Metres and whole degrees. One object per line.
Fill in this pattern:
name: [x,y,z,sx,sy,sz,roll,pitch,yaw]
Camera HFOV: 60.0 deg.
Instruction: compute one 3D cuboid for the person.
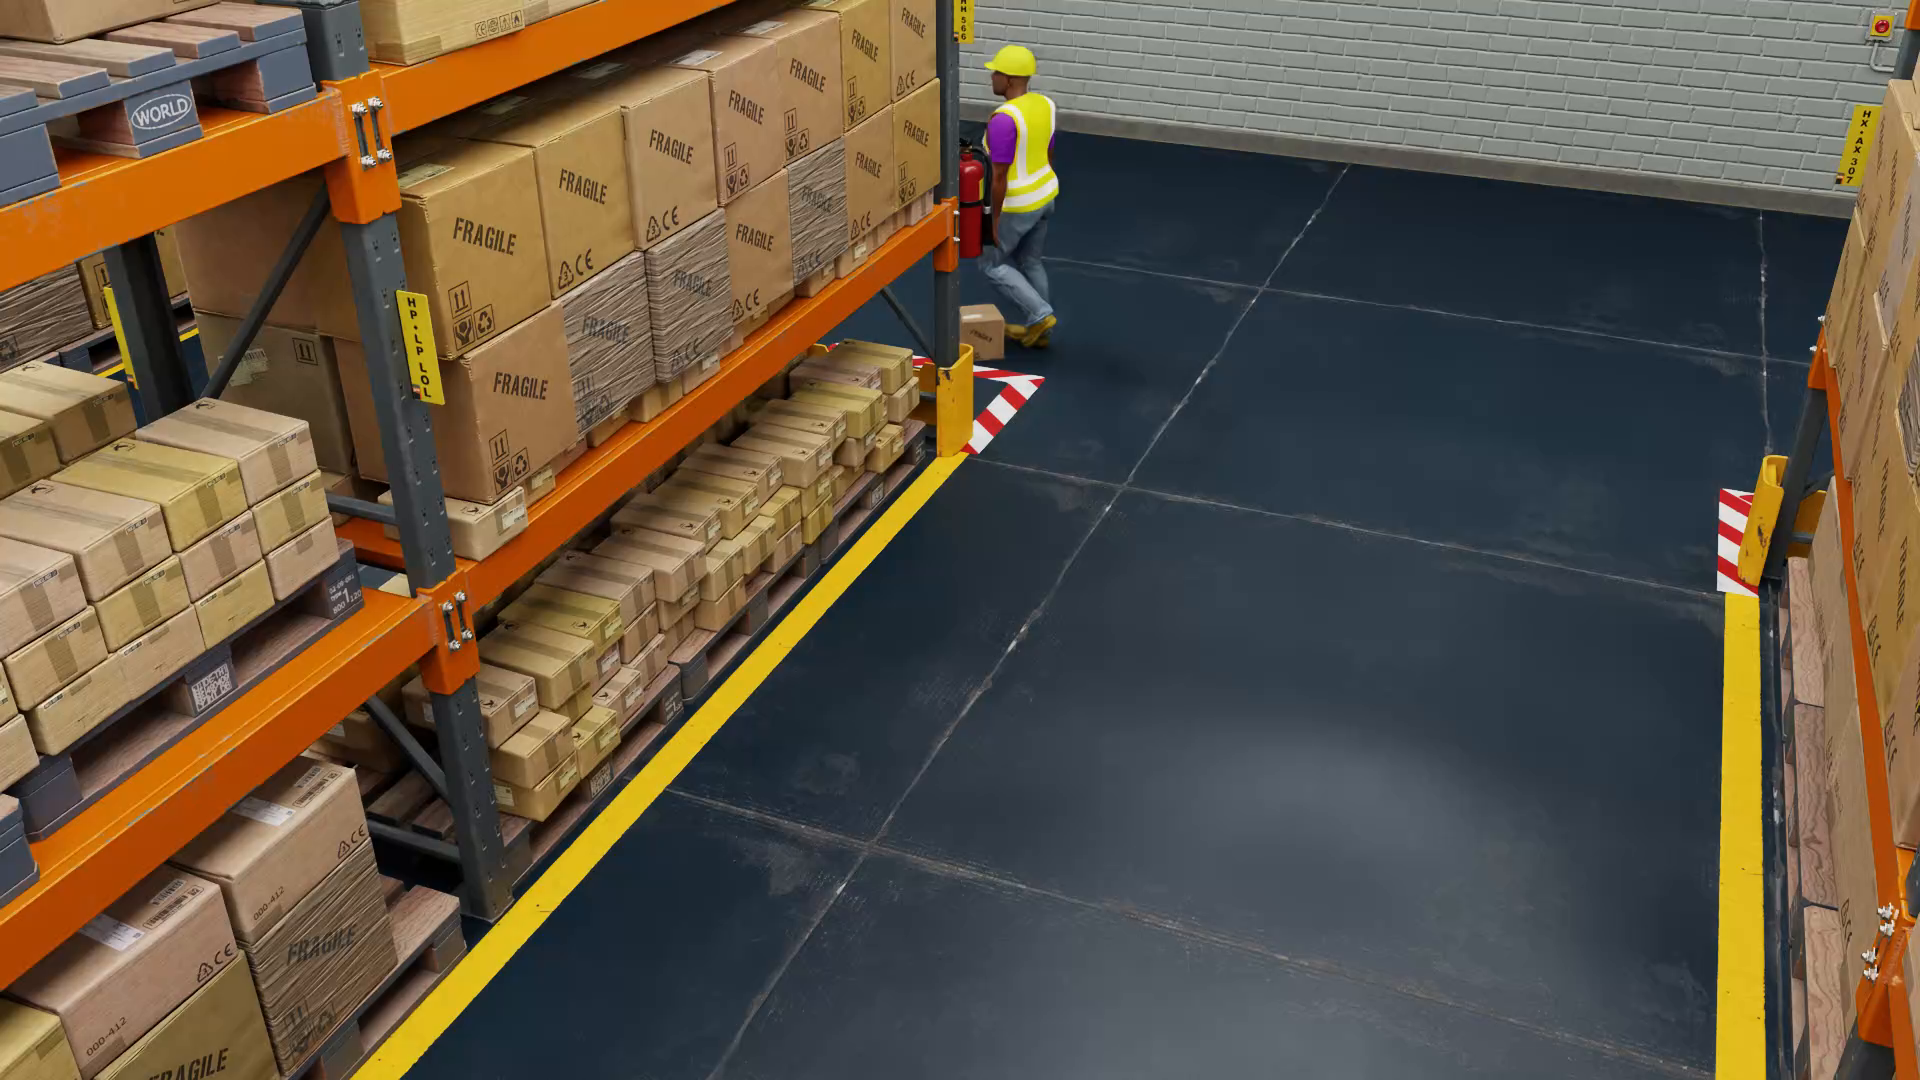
person: [0.360,-1.910,9.466,0.508,1.747,0.608,17,34,28]
